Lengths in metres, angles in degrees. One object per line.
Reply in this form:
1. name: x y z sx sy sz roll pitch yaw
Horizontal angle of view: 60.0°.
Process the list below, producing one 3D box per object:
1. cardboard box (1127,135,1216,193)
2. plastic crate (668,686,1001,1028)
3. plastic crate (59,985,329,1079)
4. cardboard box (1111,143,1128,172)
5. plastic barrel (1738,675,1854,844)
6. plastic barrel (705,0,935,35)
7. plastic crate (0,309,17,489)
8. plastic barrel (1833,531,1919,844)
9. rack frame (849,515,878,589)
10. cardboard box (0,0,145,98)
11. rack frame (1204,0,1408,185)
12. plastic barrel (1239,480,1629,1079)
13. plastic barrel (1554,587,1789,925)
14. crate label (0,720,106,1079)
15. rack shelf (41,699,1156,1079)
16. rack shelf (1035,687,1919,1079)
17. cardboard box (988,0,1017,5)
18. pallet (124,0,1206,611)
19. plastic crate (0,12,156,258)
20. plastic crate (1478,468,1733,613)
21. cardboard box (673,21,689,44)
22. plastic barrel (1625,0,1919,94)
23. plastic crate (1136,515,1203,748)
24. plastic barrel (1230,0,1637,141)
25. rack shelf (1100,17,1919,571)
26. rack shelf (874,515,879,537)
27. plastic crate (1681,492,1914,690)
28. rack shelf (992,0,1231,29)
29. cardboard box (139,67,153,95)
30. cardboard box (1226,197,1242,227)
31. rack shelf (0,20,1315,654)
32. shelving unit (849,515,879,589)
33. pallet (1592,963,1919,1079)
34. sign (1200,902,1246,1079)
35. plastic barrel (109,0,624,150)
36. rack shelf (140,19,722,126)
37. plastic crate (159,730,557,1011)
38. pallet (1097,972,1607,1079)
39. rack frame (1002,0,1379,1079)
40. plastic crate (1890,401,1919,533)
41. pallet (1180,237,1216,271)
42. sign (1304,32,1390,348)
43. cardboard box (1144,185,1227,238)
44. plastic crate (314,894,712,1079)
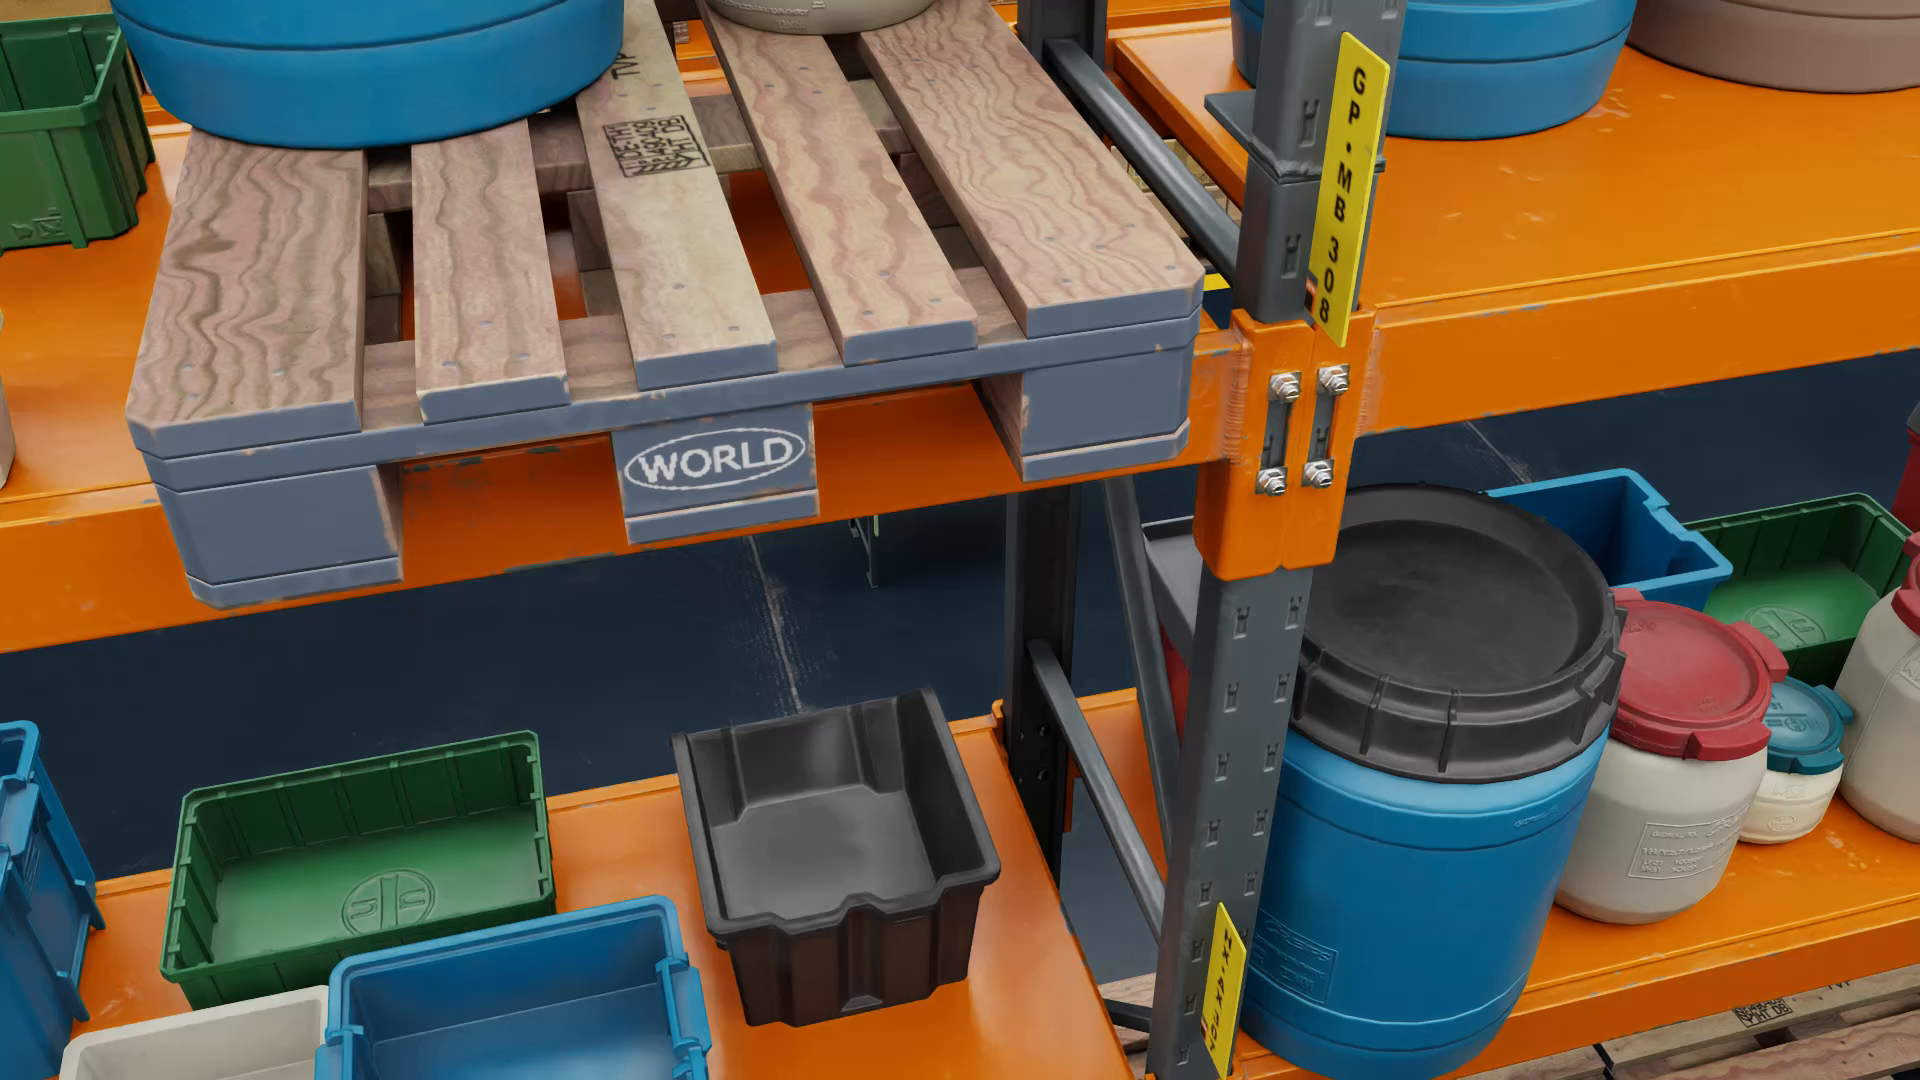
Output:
1. cardboard box: 0.940 -1.867 7.678 0.500 0.311 0.500 -8 38 -11
2. plastic crate: -0.259 0.533 3.136 0.504 0.338 0.767 -9 38 -12
3. plastic crate: -1.222 1.010 2.678 0.437 0.136 0.530 -9 38 -12
4. cardboard box: 0.440 -1.782 7.567 0.500 0.311 0.500 -11 39 -13
5. plastic barrel: 1.598 0.435 3.326 0.301 0.262 0.301 0 37 0
6. plastic barrel: -0.187 -0.950 2.116 0.421 0.512 0.421 0 37 0
7. plastic crate: -1.164 -0.096 1.654 0.396 0.136 0.243 -9 38 -12
8. plastic barrel: 1.969 0.307 3.268 0.433 0.535 0.433 0 37 0
9. rack frame: -0.360 -0.537 5.717 0.023 1.500 0.400 -9 38 -12
10. cardboard box: -3.429 -2.040 6.366 0.500 0.500 0.700 -9 38 -12
11. rack frame: 0.280 -1.883 1.305 0.127 3.000 1.000 -9 38 -12
12. plastic barrel: 0.732 0.417 2.823 0.708 0.901 0.600 -9 38 -12
13. plastic barrel: 1.261 0.423 3.117 0.433 0.535 0.433 0 37 0
14. crate label: -1.875 0.669 2.877 0.616 0.435 0.502 -9 38 -12
15. rack shelf: -1.651 1.102 2.932 4.000 0.370 1.077 -9 38 -12
16. rack shelf: 2.211 0.469 3.761 4.000 0.370 1.077 -9 38 -12
17. cardboard box: 0.246 -2.642 7.152 0.500 0.500 0.500 -7 38 -9
18. pallet: -0.391 -0.445 2.050 1.003 0.211 1.213 -9 38 -12
19. plastic crate: -1.314 -0.517 2.163 0.450 0.188 0.336 -9 38 -12
20. plastic crate: 1.264 0.149 3.600 0.575 0.384 0.392 -9 38 -12
21. cardboard box: -1.435 -2.372 6.800 0.500 0.500 0.700 -10 39 -13
22. plastic barrel: 1.346 -1.202 2.471 0.600 0.901 0.600 0 37 0
23. plastic crate: 0.668 0.218 3.443 0.583 0.464 0.402 -9 38 -12
24. plastic barrel: 0.714 -1.099 2.336 0.708 0.901 0.600 -9 38 -12
25. rack shelf: 2.211 -0.723 2.849 4.000 0.370 1.077 -9 38 -12
26. rack shelf: -0.006 -0.336 5.991 0.720 0.370 0.431 -9 38 -12
27. plastic crate: 1.888 0.142 3.769 0.662 0.188 0.450 -9 38 -12
28. rack shelf: 0.923 -2.437 7.560 4.000 0.370 1.077 -9 38 -12
29. cardboard box: -2.922 -2.126 6.478 0.500 0.500 0.700 -8 38 -11
30. cardboard box: 1.427 -1.727 7.956 0.500 0.250 0.500 -8 38 -11
31. rack shelf: -1.651 -0.089 2.021 4.000 0.370 1.077 -9 38 -12
32. shelving unit: -0.006 -0.595 5.793 0.755 1.500 0.431 -9 38 -12
33. pallet: 2.208 1.265 4.423 1.213 0.211 1.003 -9 38 -12
34. sign: 0.413 0.714 2.620 0.005 0.325 0.100 -9 38 -12
35. plastic barrel: -0.709 -0.963 1.813 0.708 0.901 0.600 -9 38 -12
36. rack shelf: -2.939 -1.804 6.731 4.000 0.370 1.077 -9 38 -12
37. plastic crate: -1.104 0.633 3.128 0.662 0.188 0.450 -9 38 -12
38. pallet: 1.028 1.460 4.168 1.213 0.211 1.003 -9 38 -12
39. rack frame: 0.280 0.500 3.128 0.127 3.000 1.000 -9 38 -12
40. plastic crate: 2.502 -0.083 3.837 0.583 0.464 0.402 -9 38 -12
41. pallet: 0.873 -1.634 8.212 1.213 0.211 1.003 -9 38 -12
42. sign: 0.413 -0.371 1.790 0.005 0.325 0.100 -9 38 -12
43. cardboard box: 0.931 -1.643 7.847 0.500 0.250 0.500 -9 38 -11
44. plastic crate: -0.718 0.893 2.736 0.616 0.251 0.499 -9 38 -12
